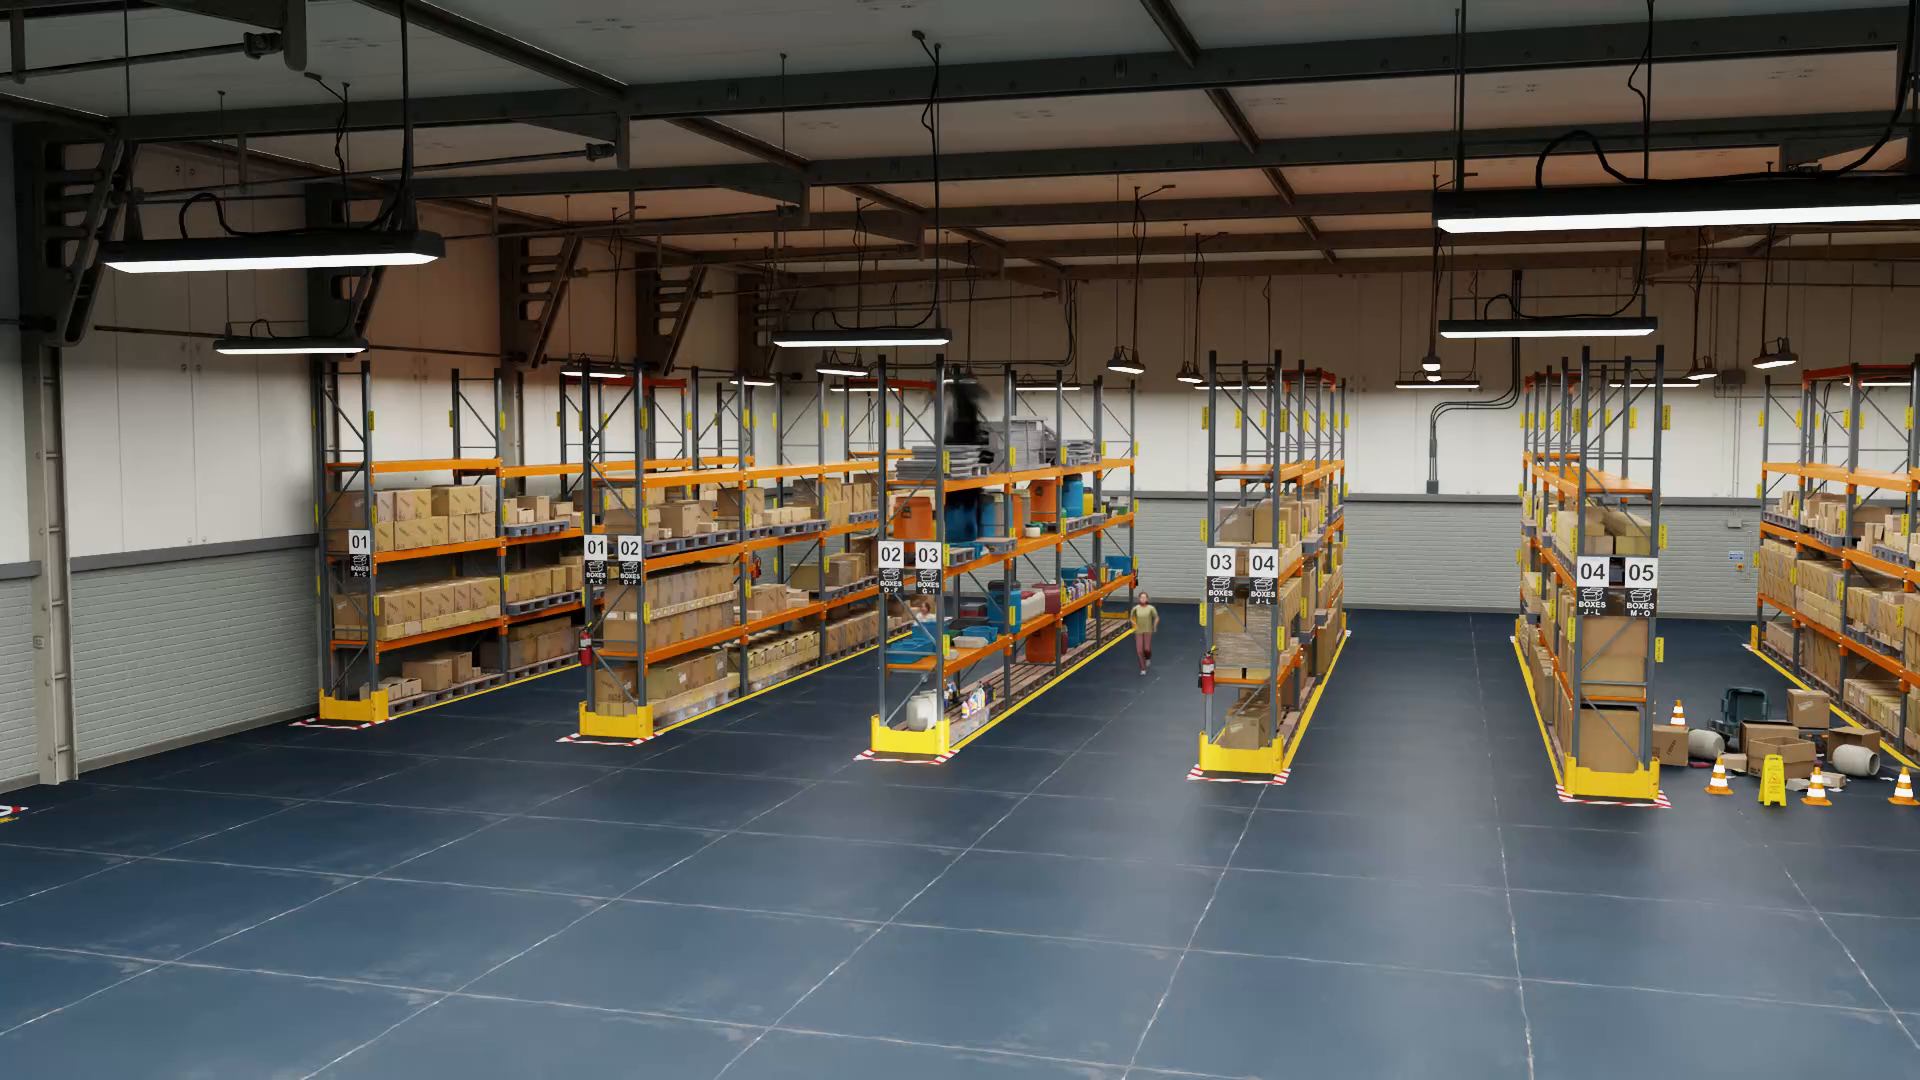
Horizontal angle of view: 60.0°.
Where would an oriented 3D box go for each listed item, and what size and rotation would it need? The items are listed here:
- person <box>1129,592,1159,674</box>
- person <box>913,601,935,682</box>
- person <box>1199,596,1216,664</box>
[{"bbox_3d":[3.639,1.889,32.957,0.580,1.536,0.553,1,4,10],"label":"person"},{"bbox_3d":[-0.689,1.949,31.840,0.516,1.554,0.529,1,4,10],"label":"person"},{"bbox_3d":[5.229,1.704,34.239,0.661,1.730,0.585,2,4,23],"label":"person"}]
